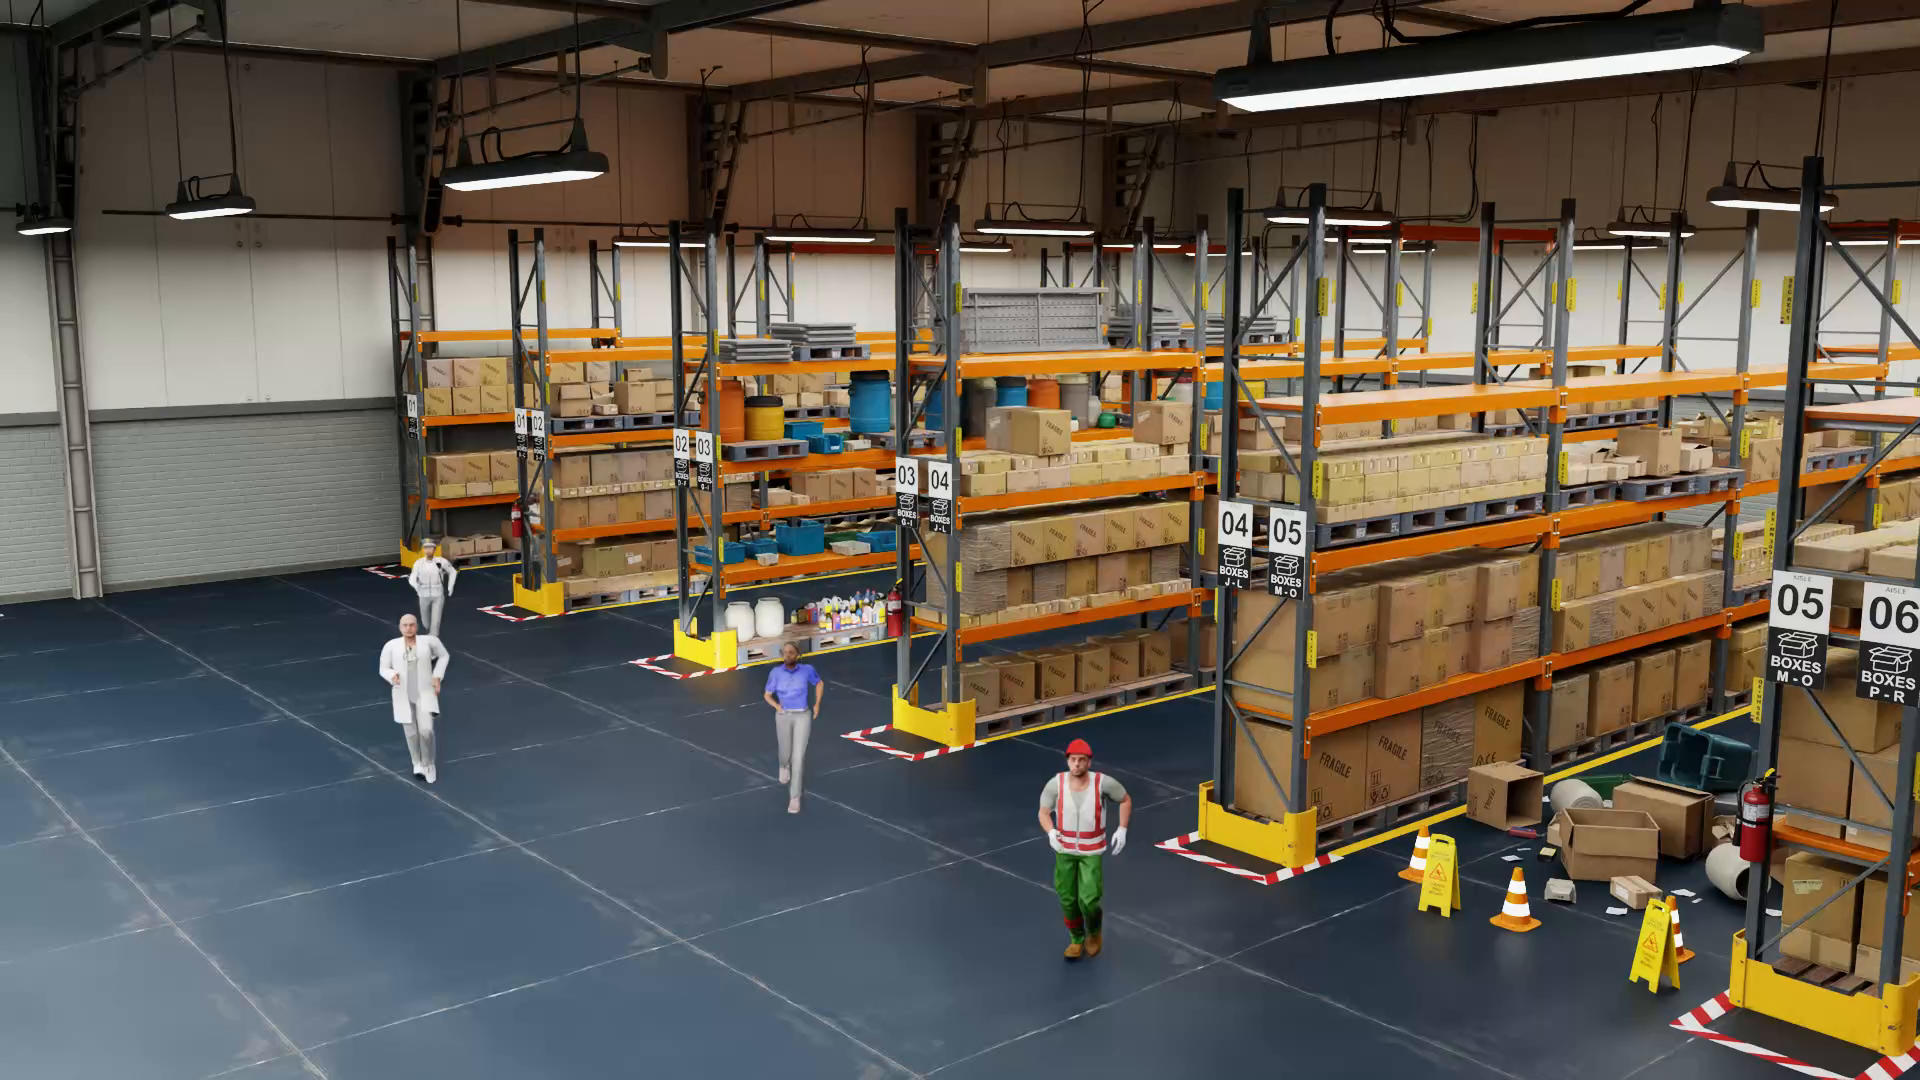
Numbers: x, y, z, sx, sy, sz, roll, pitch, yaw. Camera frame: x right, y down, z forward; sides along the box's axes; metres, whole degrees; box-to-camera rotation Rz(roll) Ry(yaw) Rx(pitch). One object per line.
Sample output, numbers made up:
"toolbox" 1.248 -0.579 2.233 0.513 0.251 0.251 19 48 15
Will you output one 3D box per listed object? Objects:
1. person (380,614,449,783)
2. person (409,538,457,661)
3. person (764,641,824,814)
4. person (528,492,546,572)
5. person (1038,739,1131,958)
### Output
"person" -5.671 1.658 17.305 0.681 1.796 0.775 -2 9 -13
"person" -7.336 0.794 23.138 0.630 1.661 0.880 -1 9 -9
"person" -1.662 1.814 16.688 0.588 1.663 0.907 0 9 0
"person" -7.140 -0.005 28.242 0.855 1.721 0.571 -8 12 -42
"person" 0.922 2.369 12.606 0.690 1.742 0.618 2 9 12
